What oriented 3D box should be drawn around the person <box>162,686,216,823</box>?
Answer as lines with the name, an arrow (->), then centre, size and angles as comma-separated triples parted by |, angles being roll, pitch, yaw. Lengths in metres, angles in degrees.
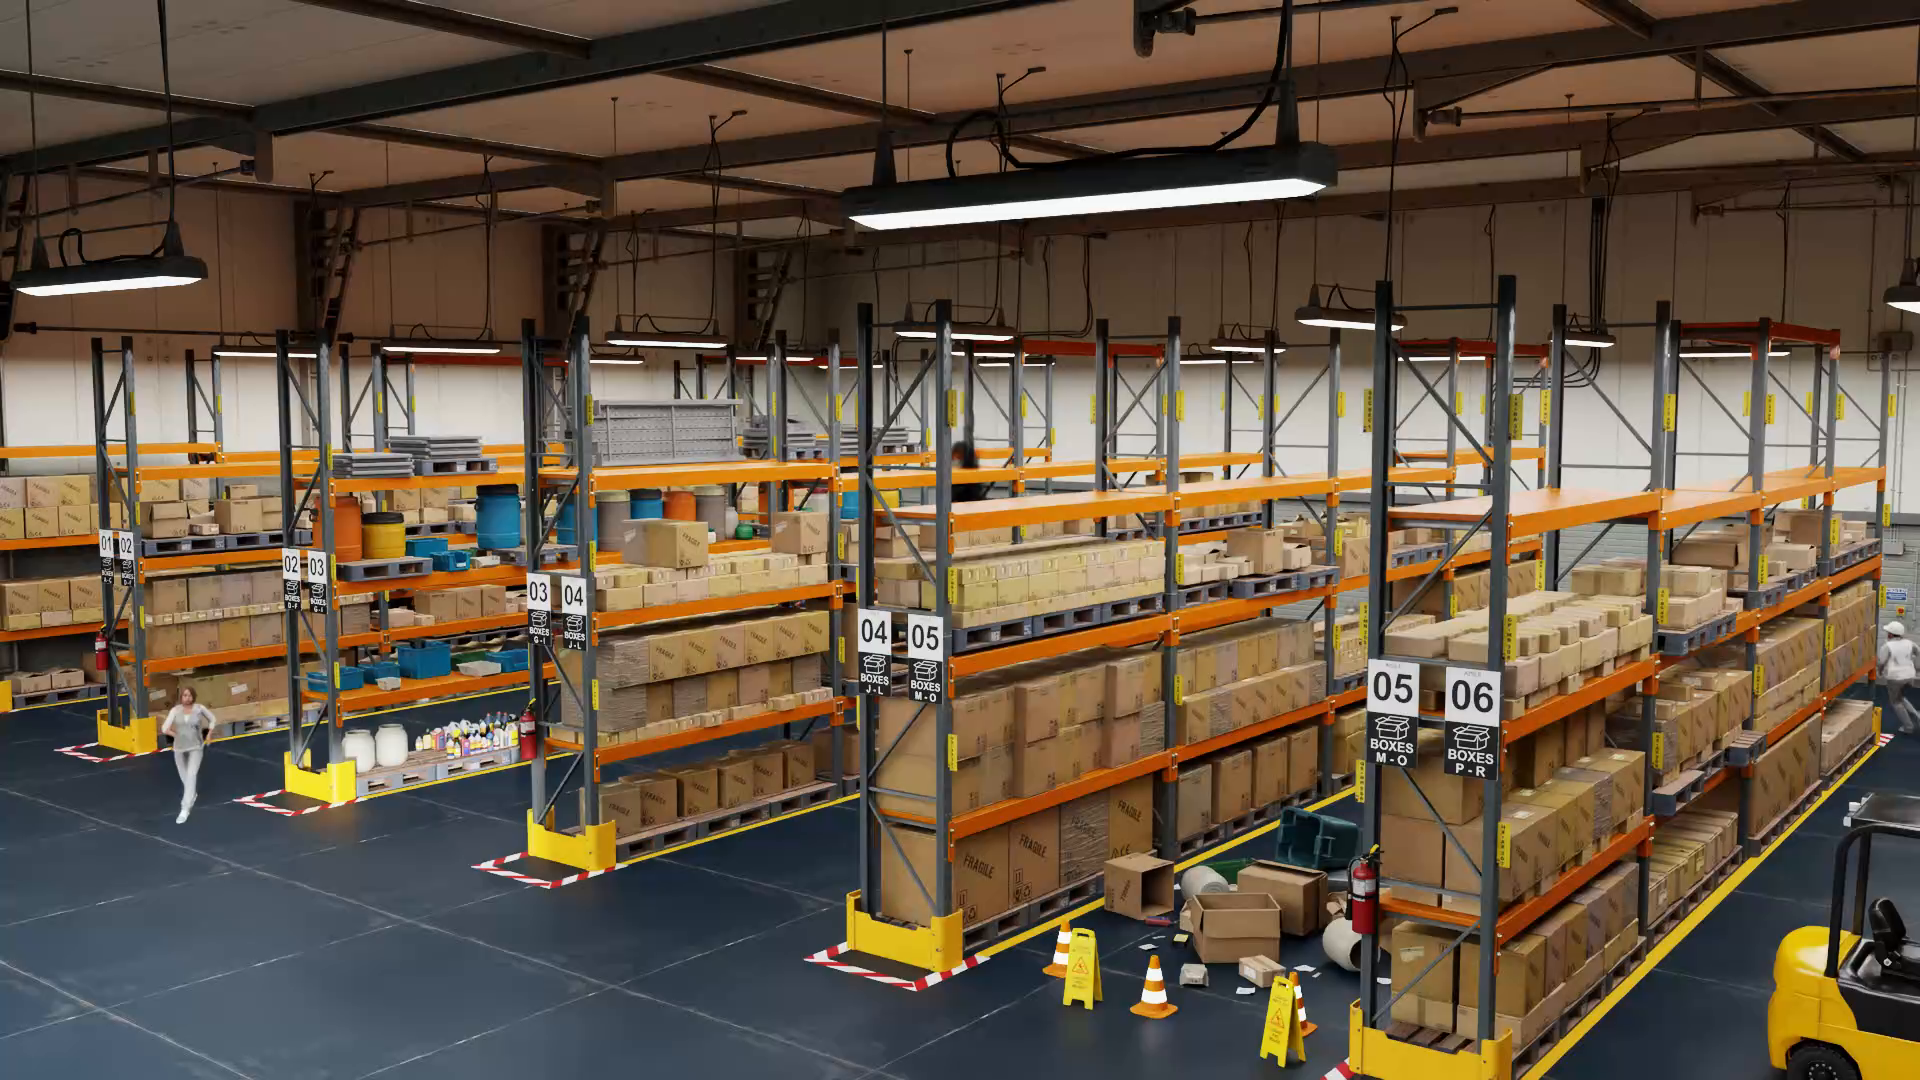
person -> -9.424, 2.573, 20.312 | 0.569, 1.594, 0.872 | -1, 5, -10

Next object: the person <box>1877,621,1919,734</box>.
person -> 14.344, 2.088, 25.479 | 0.707, 1.718, 0.533 | -1, 5, -12

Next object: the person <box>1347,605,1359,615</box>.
person -> 6.412, 1.940, 26.956 | 0.670, 1.800, 0.968 | 4, 6, 37
